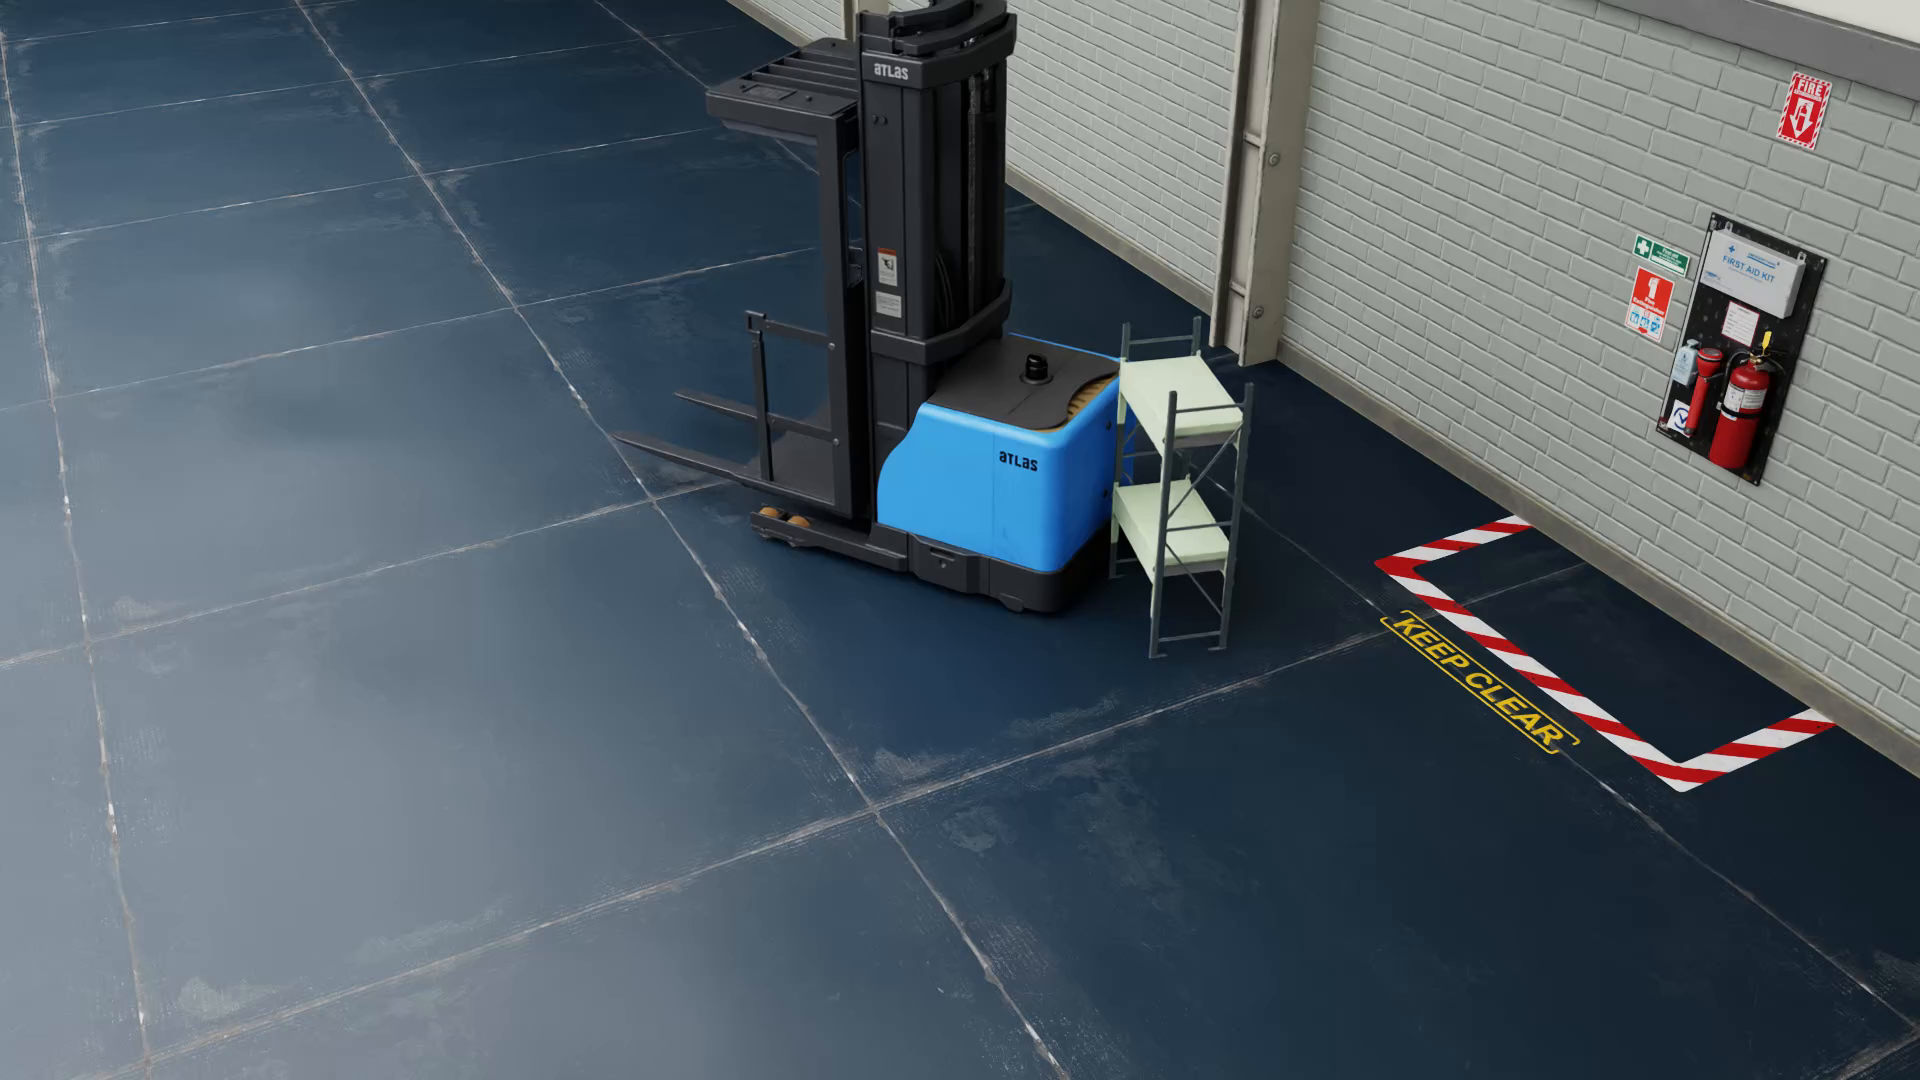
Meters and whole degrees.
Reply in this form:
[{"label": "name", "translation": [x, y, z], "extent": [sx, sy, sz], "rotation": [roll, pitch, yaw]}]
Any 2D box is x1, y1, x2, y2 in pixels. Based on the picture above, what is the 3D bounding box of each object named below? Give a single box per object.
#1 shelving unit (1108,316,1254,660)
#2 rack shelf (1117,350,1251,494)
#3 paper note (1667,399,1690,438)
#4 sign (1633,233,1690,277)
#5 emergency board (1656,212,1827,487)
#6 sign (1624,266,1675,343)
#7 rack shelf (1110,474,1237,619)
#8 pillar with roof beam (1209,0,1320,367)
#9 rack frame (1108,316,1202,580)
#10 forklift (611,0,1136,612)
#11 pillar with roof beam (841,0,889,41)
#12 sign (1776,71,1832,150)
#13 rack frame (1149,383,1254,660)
[{"label": "shelving unit", "translation": [1.071, -0.253, 8.274], "extent": [0.431, 1.500, 0.755], "rotation": [-7, 33, -10]}, {"label": "rack shelf", "translation": [1.071, -0.582, 8.063], "extent": [0.431, 0.370, 0.720], "rotation": [-7, 33, -10]}, {"label": "paper note", "translation": [3.581, -0.602, 8.244], "extent": [0.016, 0.148, 0.142], "rotation": [-16, 36, -23]}, {"label": "sign", "translation": [3.430, -1.394, 8.140], "extent": [0.001, 0.109, 0.331], "rotation": [-16, 36, -23]}, {"label": "emergency board", "translation": [3.602, -0.871, 7.847], "extent": [0.194, 1.169, 0.643], "rotation": [-16, 36, -23]}, {"label": "sign", "translation": [3.436, -1.176, 8.290], "extent": [0.001, 0.329, 0.234], "rotation": [-16, 36, -23]}, {"label": "rack shelf", "translation": [1.071, 0.021, 8.450], "extent": [0.431, 0.370, 0.720], "rotation": [-7, 33, -10]}, {"label": "pillar with roof beam", "translation": [-1.885, -3.989, 7.152], "extent": [9.100, 9.000, 0.400], "rotation": [-16, 36, -23]}, {"label": "rack frame", "translation": [0.995, -0.447, 8.575], "extent": [0.400, 1.500, 0.023], "rotation": [-7, 33, -10]}, {"label": "forklift", "translation": [-0.582, -1.426, 8.778], "extent": [3.031, 2.935, 1.130], "rotation": [17, 36, 24]}, {"label": "pillar with roof beam", "translation": [-4.683, -6.852, 11.622], "extent": [9.100, 9.000, 0.400], "rotation": [-16, 36, -23]}, {"label": "sign", "translation": [3.687, -1.876, 7.267], "extent": [0.001, 0.298, 0.199], "rotation": [-16, 36, -23]}, {"label": "rack frame", "translation": [1.147, -0.060, 7.972], "extent": [0.400, 1.500, 0.023], "rotation": [-7, 33, -10]}]
